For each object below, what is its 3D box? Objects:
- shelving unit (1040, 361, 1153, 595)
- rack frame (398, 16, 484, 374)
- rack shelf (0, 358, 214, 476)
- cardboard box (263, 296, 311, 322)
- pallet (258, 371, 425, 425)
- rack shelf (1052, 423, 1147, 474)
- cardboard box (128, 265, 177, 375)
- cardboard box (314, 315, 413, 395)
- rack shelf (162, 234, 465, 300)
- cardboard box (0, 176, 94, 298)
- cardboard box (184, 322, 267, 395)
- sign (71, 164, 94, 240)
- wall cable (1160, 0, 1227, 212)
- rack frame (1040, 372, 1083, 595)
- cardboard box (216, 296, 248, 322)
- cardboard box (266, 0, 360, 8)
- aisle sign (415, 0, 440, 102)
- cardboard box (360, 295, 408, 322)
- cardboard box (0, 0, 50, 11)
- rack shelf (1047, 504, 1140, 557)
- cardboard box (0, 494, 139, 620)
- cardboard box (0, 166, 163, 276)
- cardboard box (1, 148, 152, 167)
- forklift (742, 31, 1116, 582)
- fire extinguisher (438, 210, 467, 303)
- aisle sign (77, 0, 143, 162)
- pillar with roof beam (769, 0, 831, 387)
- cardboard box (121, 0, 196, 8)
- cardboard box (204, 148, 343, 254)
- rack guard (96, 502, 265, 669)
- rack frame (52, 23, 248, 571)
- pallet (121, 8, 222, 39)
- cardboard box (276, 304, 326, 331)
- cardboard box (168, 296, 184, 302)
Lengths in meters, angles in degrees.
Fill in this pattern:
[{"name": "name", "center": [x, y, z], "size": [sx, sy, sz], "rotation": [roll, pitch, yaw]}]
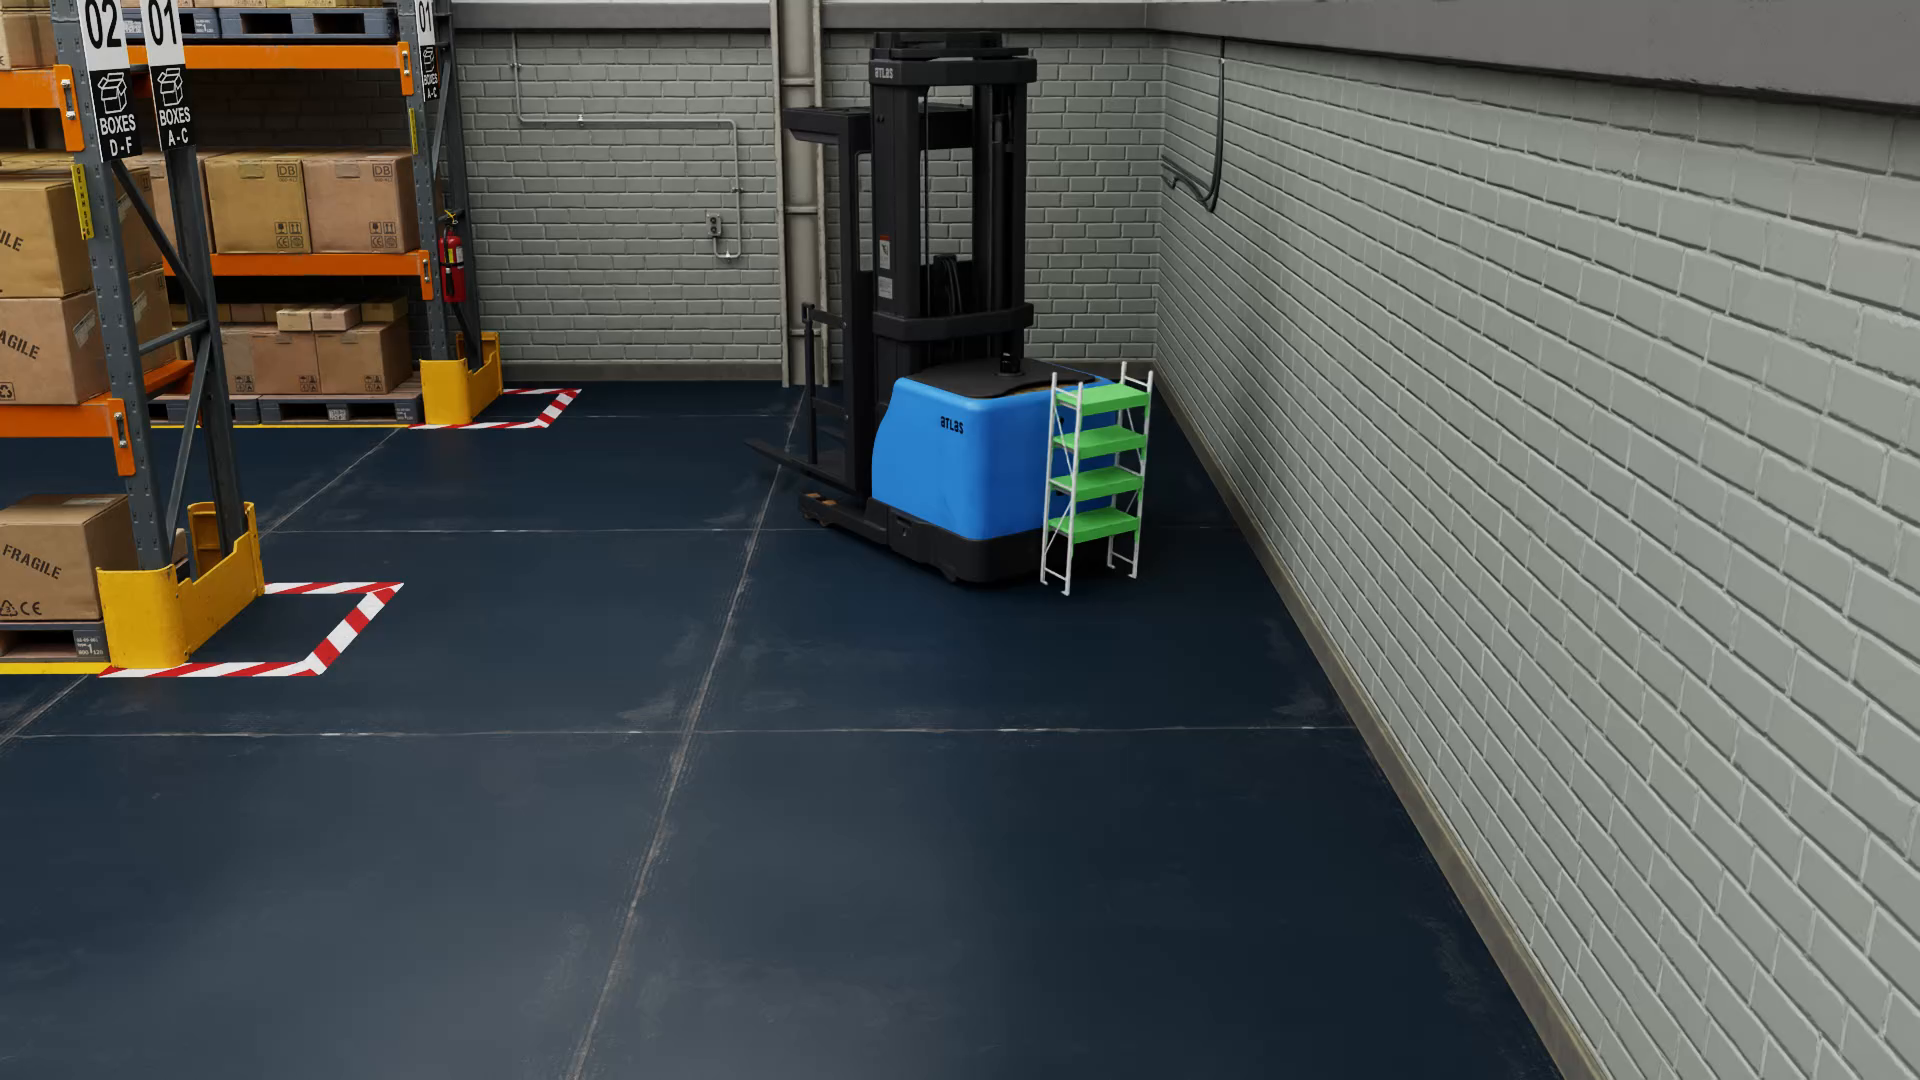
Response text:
[{"name": "shelving unit", "center": [0.744, -0.339, 9.113], "size": [0.503, 1.200, 0.258], "rotation": [-12, 25, -34]}, {"name": "rack frame", "center": [-3.994, -2.493, 12.909], "size": [0.127, 3.000, 1.000], "rotation": [0, 18, -1]}, {"name": "rack shelf", "center": [-5.912, -0.628, 8.272], "size": [4.000, 0.370, 1.077], "rotation": [0, 18, -1]}, {"name": "cardboard box", "center": [-5.328, -1.836, 13.202], "size": [0.250, 0.149, 0.380], "rotation": [0, 18, 0]}, {"name": "pallet", "center": [-4.793, -1.138, 13.248], "size": [1.213, 0.211, 1.003], "rotation": [0, 18, -1]}, {"name": "rack shelf", "center": [0.751, -0.503, 9.051], "size": [0.480, 0.148, 0.258], "rotation": [-12, 25, -34]}, {"name": "cardboard box", "center": [-4.360, -1.106, 8.422], "size": [0.500, 0.500, 0.500], "rotation": [0, 18, 0]}, {"name": "cardboard box", "center": [-4.693, -1.469, 13.121], "size": [0.500, 0.500, 0.700], "rotation": [0, 18, -1]}, {"name": "rack shelf", "center": [-5.994, -2.141, 12.989], "size": [4.000, 0.370, 1.077], "rotation": [0, 18, -1]}, {"name": "cardboard box", "center": [-4.353, -1.418, 7.756], "size": [0.500, 0.500, 0.500], "rotation": [0, 18, -1]}, {"name": "cardboard box", "center": [-5.696, -1.464, 13.105], "size": [0.500, 0.500, 0.700], "rotation": [-1, 18, -3]}, {"name": "sign", "center": [-3.924, -1.512, 7.439], "size": [0.005, 0.325, 0.100], "rotation": [0, 18, -1]}, {"name": "wall cable", "center": [1.667, -3.789, 12.211], "size": [0.112, 2.526, 3.097], "rotation": [0, 18, -1]}, {"name": "rack frame", "center": [0.546, -0.295, 8.978], "size": [0.015, 1.200, 0.240], "rotation": [-12, 25, -34]}, {"name": "cardboard box", "center": [-5.838, -1.833, 13.193], "size": [0.250, 0.149, 0.380], "rotation": [0, 18, 0]}, {"name": "cardboard box", "center": [-4.722, -4.013, 12.130], "size": [0.500, 0.250, 0.500], "rotation": [0, 18, 1]}, {"name": "aisle sign", "center": [-3.918, -3.640, 12.227], "size": [0.004, 0.787, 0.394], "rotation": [0, 18, -1]}, {"name": "cardboard box", "center": [-4.571, -1.839, 13.214], "size": [0.250, 0.149, 0.380], "rotation": [0, 18, 0]}, {"name": "cardboard box", "center": [-4.422, -2.495, 7.430], "size": [0.500, 0.250, 0.500], "rotation": [0, 18, -1]}, {"name": "rack shelf", "center": [0.733, -0.055, 9.221], "size": [0.480, 0.148, 0.258], "rotation": [-12, 25, -34]}, {"name": "cardboard box", "center": [-4.452, 0.078, 8.264], "size": [0.500, 0.500, 0.500], "rotation": [0, 18, -1]}, {"name": "cardboard box", "center": [-4.360, -1.582, 8.269], "size": [0.500, 0.500, 0.500], "rotation": [0, 18, 1]}, {"name": "cardboard box", "center": [-6.721, -2.616, 12.801], "size": [0.700, 0.700, 0.980], "rotation": [-1, 18, -2]}, {"name": "forklift", "center": [-0.361, -1.553, 10.090], "size": [1.130, 2.935, 3.031], "rotation": [-12, 21, -33]}, {"name": "fire extinguisher", "center": [-3.836, -2.139, 12.540], "size": [0.183, 0.674, 0.296], "rotation": [0, 18, -1]}, {"name": "aisle sign", "center": [-3.839, -2.125, 7.505], "size": [0.004, 0.787, 0.394], "rotation": [0, 18, -1]}, {"name": "pillar with roof beam", "center": [-1.240, -4.312, 8.758], "size": [0.400, 9.000, 9.100], "rotation": [0, 18, -1]}, {"name": "cardboard box", "center": [-5.763, -4.006, 12.109], "size": [0.500, 0.250, 0.500], "rotation": [-1, 18, -3]}, {"name": "cardboard box", "center": [-5.231, -2.624, 12.824], "size": [0.700, 0.700, 0.980], "rotation": [0, 18, -1]}, {"name": "rack guard", "center": [-3.988, 0.210, 8.573], "size": [0.348, 0.500, 1.175], "rotation": [0, 18, -1]}, {"name": "rack frame", "center": [-3.912, -0.980, 8.192], "size": [0.127, 3.000, 1.000], "rotation": [0, 18, -1]}, {"name": "pallet", "center": [-5.959, -3.866, 12.422], "size": [1.213, 0.211, 1.003], "rotation": [0, 18, -1]}, {"name": "cardboard box", "center": [-5.074, -1.720, 12.842], "size": [0.250, 0.149, 0.380], "rotation": [0, 18, 1]}, {"name": "cardboard box", "center": [-6.350, -1.830, 13.185], "size": [0.250, 0.149, 0.380], "rotation": [0, 18, 0]}]
